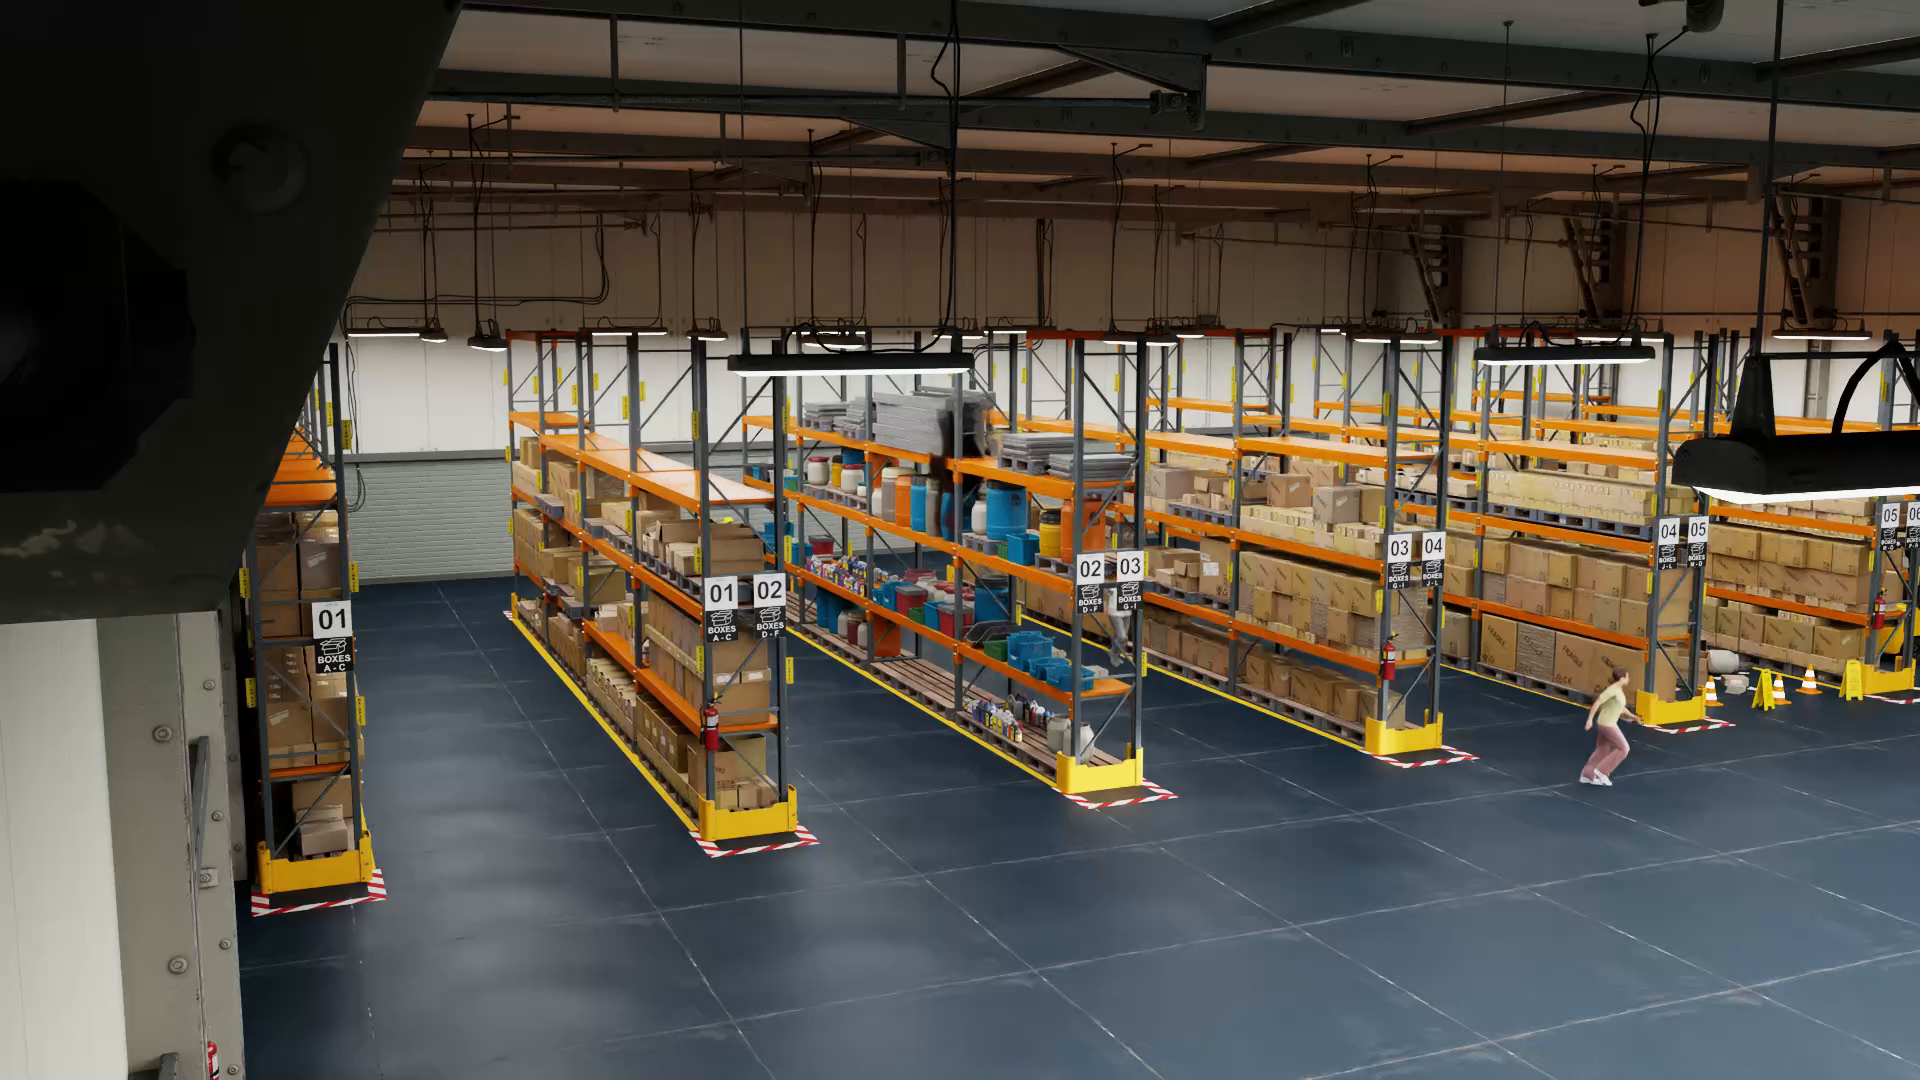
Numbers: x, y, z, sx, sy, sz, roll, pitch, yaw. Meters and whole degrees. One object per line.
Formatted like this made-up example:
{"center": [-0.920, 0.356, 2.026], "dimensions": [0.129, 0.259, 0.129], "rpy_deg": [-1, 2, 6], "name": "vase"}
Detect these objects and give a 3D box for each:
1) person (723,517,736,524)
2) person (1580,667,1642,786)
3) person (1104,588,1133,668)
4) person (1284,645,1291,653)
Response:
{"center": [-5.366, 0.321, 38.053], "dimensions": [0.541, 1.699, 0.781], "rpy_deg": [-1, 8, -8], "name": "person"}
{"center": [8.746, 2.505, 22.307], "dimensions": [0.740, 1.593, 0.552], "rpy_deg": [3, 8, 23], "name": "person"}
{"center": [2.774, 1.314, 28.580], "dimensions": [0.630, 1.794, 0.650], "rpy_deg": [-4, 9, -27], "name": "person"}
{"center": [6.238, 1.299, 31.112], "dimensions": [0.564, 1.597, 0.727], "rpy_deg": [-2, 8, -11], "name": "person"}
